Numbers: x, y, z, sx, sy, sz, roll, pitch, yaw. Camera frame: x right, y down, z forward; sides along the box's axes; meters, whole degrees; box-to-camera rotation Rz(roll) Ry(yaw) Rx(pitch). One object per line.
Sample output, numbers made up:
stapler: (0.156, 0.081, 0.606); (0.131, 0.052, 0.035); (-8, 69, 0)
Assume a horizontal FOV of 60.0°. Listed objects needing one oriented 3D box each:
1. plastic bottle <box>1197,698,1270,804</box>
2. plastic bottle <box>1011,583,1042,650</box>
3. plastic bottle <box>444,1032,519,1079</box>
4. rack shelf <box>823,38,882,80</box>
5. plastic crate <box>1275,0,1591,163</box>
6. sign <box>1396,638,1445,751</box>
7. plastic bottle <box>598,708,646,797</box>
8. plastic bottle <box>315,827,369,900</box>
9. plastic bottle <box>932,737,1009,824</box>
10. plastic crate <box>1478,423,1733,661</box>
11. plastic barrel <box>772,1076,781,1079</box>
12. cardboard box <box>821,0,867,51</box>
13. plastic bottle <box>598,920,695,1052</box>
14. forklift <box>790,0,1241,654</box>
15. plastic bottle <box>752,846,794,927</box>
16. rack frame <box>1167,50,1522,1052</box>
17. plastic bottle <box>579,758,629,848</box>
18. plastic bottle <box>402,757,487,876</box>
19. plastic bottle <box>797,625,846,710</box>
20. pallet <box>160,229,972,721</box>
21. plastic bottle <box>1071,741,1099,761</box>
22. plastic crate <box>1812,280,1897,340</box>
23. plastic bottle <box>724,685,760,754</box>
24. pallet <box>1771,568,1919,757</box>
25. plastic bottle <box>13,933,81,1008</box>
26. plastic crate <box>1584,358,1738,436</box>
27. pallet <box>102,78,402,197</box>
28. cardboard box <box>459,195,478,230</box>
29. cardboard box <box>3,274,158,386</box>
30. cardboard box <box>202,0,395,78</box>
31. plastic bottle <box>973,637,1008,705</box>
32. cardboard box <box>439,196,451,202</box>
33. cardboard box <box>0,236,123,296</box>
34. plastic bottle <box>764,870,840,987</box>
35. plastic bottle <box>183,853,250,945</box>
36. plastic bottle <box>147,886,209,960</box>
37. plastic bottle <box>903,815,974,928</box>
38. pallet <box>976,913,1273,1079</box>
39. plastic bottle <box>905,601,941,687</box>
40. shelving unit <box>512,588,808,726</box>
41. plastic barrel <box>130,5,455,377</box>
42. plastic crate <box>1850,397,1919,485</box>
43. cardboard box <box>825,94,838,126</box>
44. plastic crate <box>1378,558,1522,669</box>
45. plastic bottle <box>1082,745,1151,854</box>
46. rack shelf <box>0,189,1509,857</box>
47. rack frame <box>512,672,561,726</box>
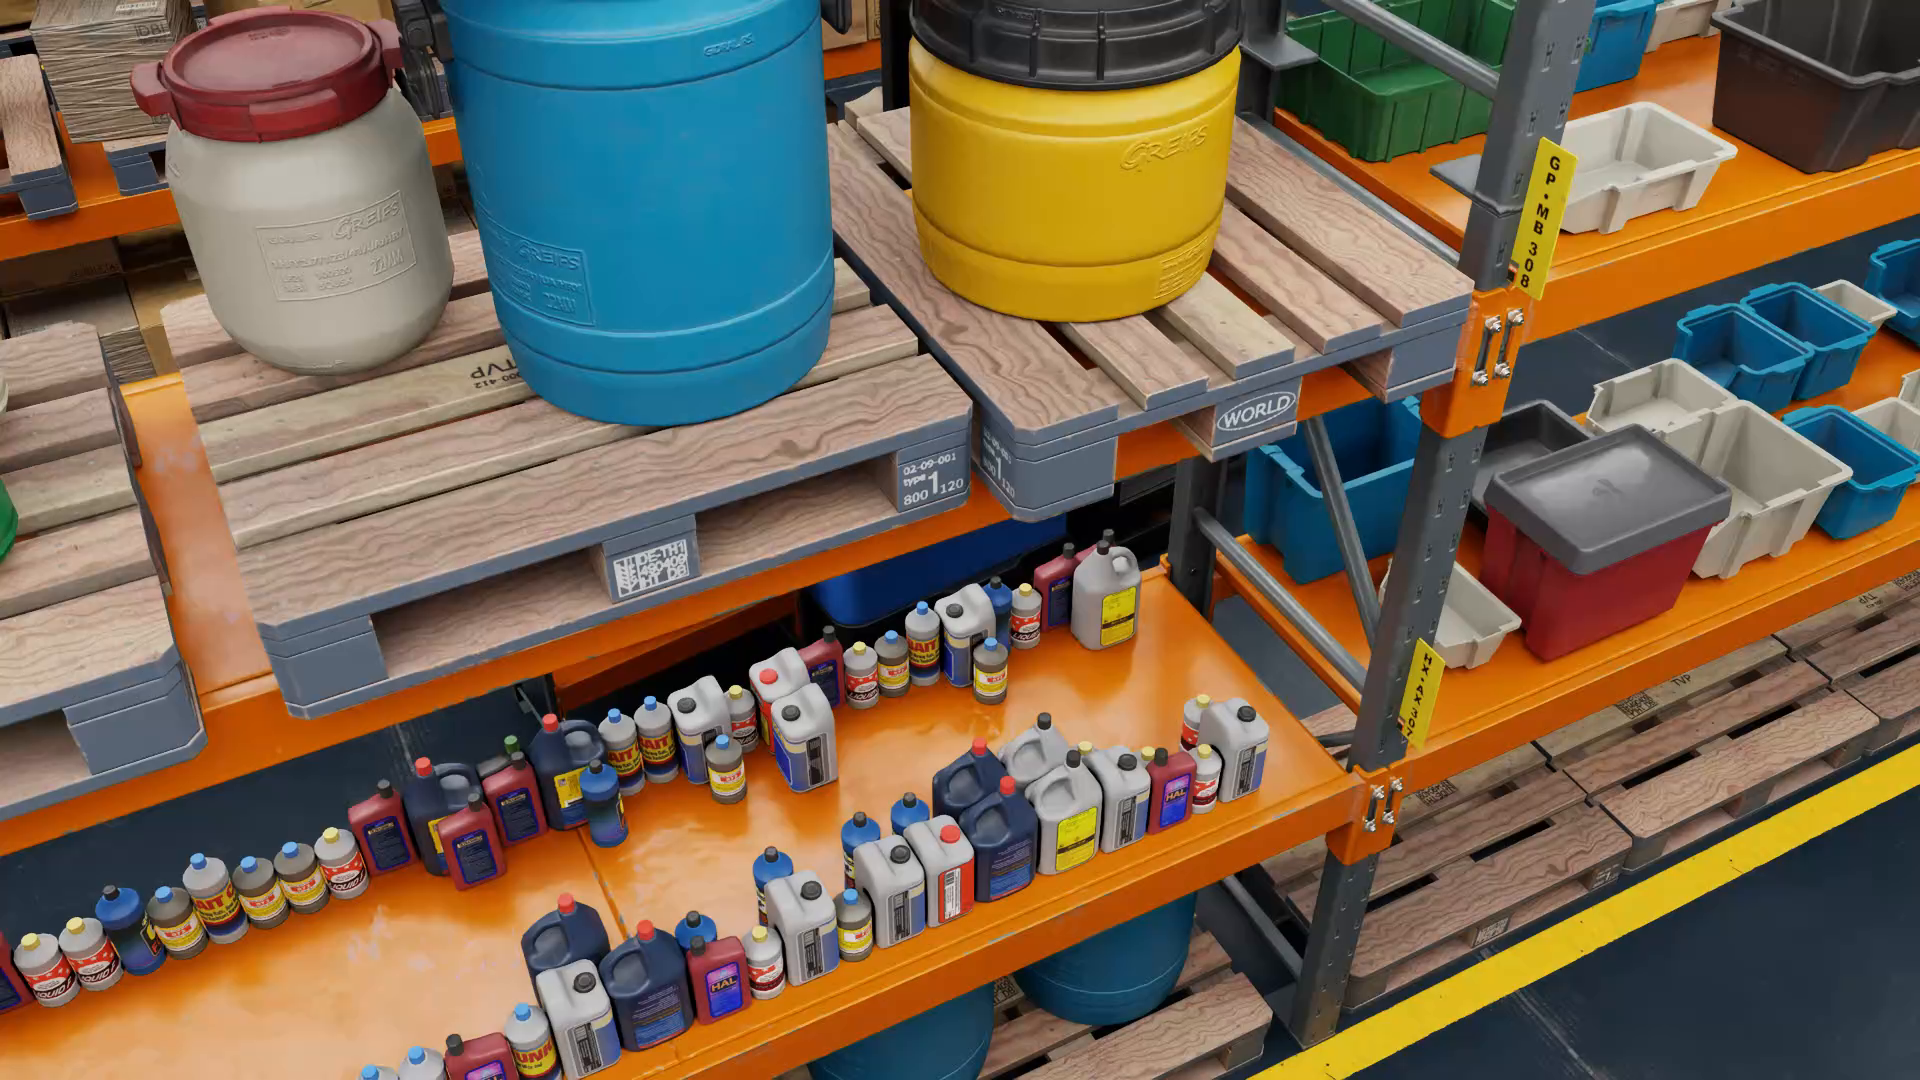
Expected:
plastic bottle: (0.722, 0.537, 4.390); (0.135, 0.276, 0.152); (-19, 44, -21)
plastic bottle: (0.188, 0.212, 4.831); (0.097, 0.201, 0.097); (0, 40, 0)
plastic bottle: (-1.047, 1.163, 3.645); (0.133, 0.283, 0.061); (-19, 44, -21)
rack shelf: (0.411, -2.975, 9.000); (4.000, 0.370, 1.077); (-19, 44, -21)
plastic crate: (1.158, -1.177, 4.161); (0.662, 0.188, 0.450); (-19, 44, -21)
sign: (1.175, 0.397, 4.245); (0.005, 0.325, 0.100); (-19, 44, -21)
plastic bottle: (-0.893, 0.549, 4.379); (0.097, 0.271, 0.097); (0, 40, 0)
plastic bottle: (-1.544, 0.795, 4.143); (0.097, 0.201, 0.097); (0, 40, 0)
plastic bottle: (0.027, 0.640, 4.210); (0.185, 0.351, 0.144); (-19, 44, -21)
plastic crate: (1.830, 0.017, 4.813); (0.583, 0.464, 0.402); (-19, 44, -21)
plastic barrel: (-0.738, 1.457, 4.807); (0.421, 0.512, 0.421); (0, 40, 0)
cardboard box: (-0.785, -2.687, 8.025); (0.500, 0.500, 0.500); (-17, 43, -20)
plastic bottle: (-0.719, 0.996, 3.790); (0.185, 0.351, 0.144); (-19, 44, -21)
forklift: (0.521, -1.347, 6.573); (3.031, 2.935, 1.130); (-24, 46, -25)
plastic bottle: (-0.449, 0.842, 4.033); (0.097, 0.271, 0.097); (0, 40, 0)
rack frame: (0.922, 0.187, 4.708); (0.127, 3.000, 1.000); (-19, 44, -21)
plastic bottle: (-0.913, 0.661, 4.247); (0.097, 0.271, 0.097); (0, 40, 0)
plastic bottle: (-1.290, 0.670, 4.175); (0.185, 0.351, 0.144); (-19, 44, -21)
plastic bottle: (-0.388, 0.361, 4.592); (0.133, 0.283, 0.061); (-19, 44, -21)
pallet: (-0.733, -0.256, 3.055); (1.213, 0.211, 1.003); (-19, 44, -21)
plastic bottle: (0.324, 0.609, 4.363); (0.097, 0.201, 0.097); (0, 40, 0)
plastic crate: (3.174, -0.793, 6.023); (0.298, 0.136, 0.250); (-19, 44, -21)
plastic bottle: (-0.601, 0.478, 4.518); (0.097, 0.201, 0.097); (0, 40, 0)
pallet: (3.720, 0.281, 6.754); (1.213, 0.211, 1.003); (-19, 44, -21)
plastic bottle: (-2.148, 0.998, 3.903); (0.097, 0.201, 0.097); (0, 40, 0)
plastic crate: (2.328, -0.427, 5.591); (0.466, 0.136, 0.293); (-19, 44, -21)
pallet: (-3.188, -1.969, 7.403); (1.213, 0.211, 1.003); (-19, 44, -21)
cardboard box: (-2.110, -1.412, 8.191); (0.500, 0.500, 0.500); (-18, 44, -20)
cardboard box: (-3.913, -0.804, 7.473); (0.500, 0.500, 0.500); (-20, 44, -22)
cardboard box: (-2.901, -2.288, 7.229); (0.500, 0.500, 0.700); (-30, 49, -31)
plastic bottle: (0.085, 0.358, 4.660); (0.097, 0.201, 0.097); (0, 40, 0)
cardboard box: (-2.819, -1.551, 8.355); (0.500, 0.500, 0.500); (-18, 43, -20)
cardboard box: (-4.141, -1.392, 7.586); (0.500, 0.250, 0.500); (-17, 43, -19)
plastic bottle: (-0.374, 0.906, 3.954); (0.135, 0.276, 0.152); (-19, 44, -21)
plastic bottle: (-1.803, 0.856, 4.017); (0.097, 0.271, 0.097); (0, 40, 0)
plastic bottle: (-1.889, 0.911, 4.005); (0.097, 0.201, 0.097); (0, 40, 0)
plastic bottle: (-0.049, 0.797, 4.083); (0.135, 0.276, 0.152); (-19, 44, -21)
pallet: (0.219, 1.458, 5.365); (1.213, 0.211, 1.003); (-19, 44, -21)
plastic bottle: (-0.104, 0.284, 4.692); (0.097, 0.271, 0.097); (0, 40, 0)
shelving unit: (-1.174, 0.131, 6.225); (1.048, 1.125, 0.538); (-24, 46, -25)
plastic barrel: (-1.123, -0.592, 2.876); (0.433, 0.535, 0.433); (0, 40, 0)
plastic crate: (3.077, -0.308, 5.449); (0.250, 0.136, 0.298); (-19, 44, -21)
cardboard box: (-0.988, -2.199, 9.120); (0.500, 0.500, 0.500); (-19, 44, -21)
plastic crate: (1.401, 0.208, 4.841); (0.243, 0.136, 0.396); (-19, 44, -21)
plastic bottle: (0.398, 0.646, 4.261); (0.135, 0.276, 0.152); (-19, 44, -21)
rack shelf: (-0.852, -0.087, 3.266); (4.000, 0.370, 1.077); (-19, 44, -21)
rack frame: (-1.594, 0.316, 6.006); (0.032, 1.125, 0.500); (-24, 46, -25)
